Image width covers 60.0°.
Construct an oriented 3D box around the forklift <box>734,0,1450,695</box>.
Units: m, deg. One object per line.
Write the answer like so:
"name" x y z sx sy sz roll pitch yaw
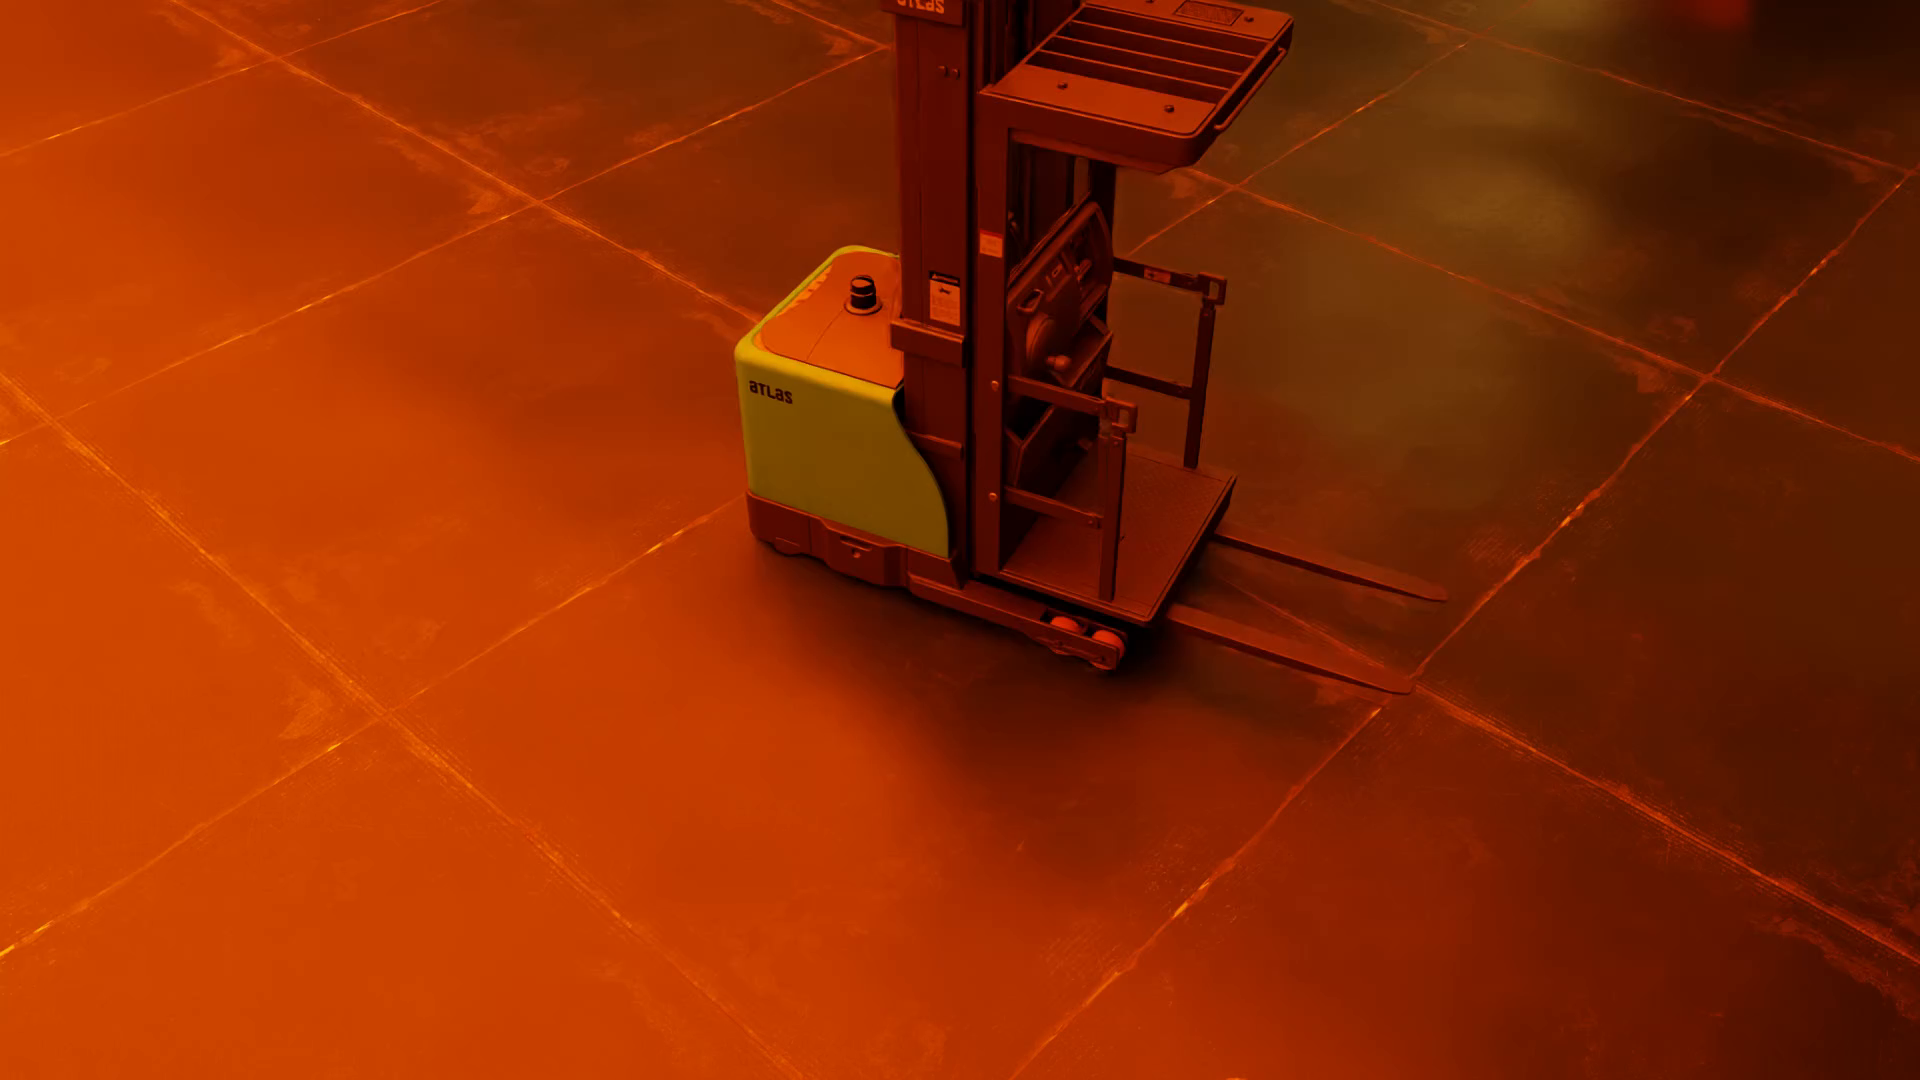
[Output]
"forklift" 0.583 -0.962 6.550 3.031 2.935 1.130 18 44 20
